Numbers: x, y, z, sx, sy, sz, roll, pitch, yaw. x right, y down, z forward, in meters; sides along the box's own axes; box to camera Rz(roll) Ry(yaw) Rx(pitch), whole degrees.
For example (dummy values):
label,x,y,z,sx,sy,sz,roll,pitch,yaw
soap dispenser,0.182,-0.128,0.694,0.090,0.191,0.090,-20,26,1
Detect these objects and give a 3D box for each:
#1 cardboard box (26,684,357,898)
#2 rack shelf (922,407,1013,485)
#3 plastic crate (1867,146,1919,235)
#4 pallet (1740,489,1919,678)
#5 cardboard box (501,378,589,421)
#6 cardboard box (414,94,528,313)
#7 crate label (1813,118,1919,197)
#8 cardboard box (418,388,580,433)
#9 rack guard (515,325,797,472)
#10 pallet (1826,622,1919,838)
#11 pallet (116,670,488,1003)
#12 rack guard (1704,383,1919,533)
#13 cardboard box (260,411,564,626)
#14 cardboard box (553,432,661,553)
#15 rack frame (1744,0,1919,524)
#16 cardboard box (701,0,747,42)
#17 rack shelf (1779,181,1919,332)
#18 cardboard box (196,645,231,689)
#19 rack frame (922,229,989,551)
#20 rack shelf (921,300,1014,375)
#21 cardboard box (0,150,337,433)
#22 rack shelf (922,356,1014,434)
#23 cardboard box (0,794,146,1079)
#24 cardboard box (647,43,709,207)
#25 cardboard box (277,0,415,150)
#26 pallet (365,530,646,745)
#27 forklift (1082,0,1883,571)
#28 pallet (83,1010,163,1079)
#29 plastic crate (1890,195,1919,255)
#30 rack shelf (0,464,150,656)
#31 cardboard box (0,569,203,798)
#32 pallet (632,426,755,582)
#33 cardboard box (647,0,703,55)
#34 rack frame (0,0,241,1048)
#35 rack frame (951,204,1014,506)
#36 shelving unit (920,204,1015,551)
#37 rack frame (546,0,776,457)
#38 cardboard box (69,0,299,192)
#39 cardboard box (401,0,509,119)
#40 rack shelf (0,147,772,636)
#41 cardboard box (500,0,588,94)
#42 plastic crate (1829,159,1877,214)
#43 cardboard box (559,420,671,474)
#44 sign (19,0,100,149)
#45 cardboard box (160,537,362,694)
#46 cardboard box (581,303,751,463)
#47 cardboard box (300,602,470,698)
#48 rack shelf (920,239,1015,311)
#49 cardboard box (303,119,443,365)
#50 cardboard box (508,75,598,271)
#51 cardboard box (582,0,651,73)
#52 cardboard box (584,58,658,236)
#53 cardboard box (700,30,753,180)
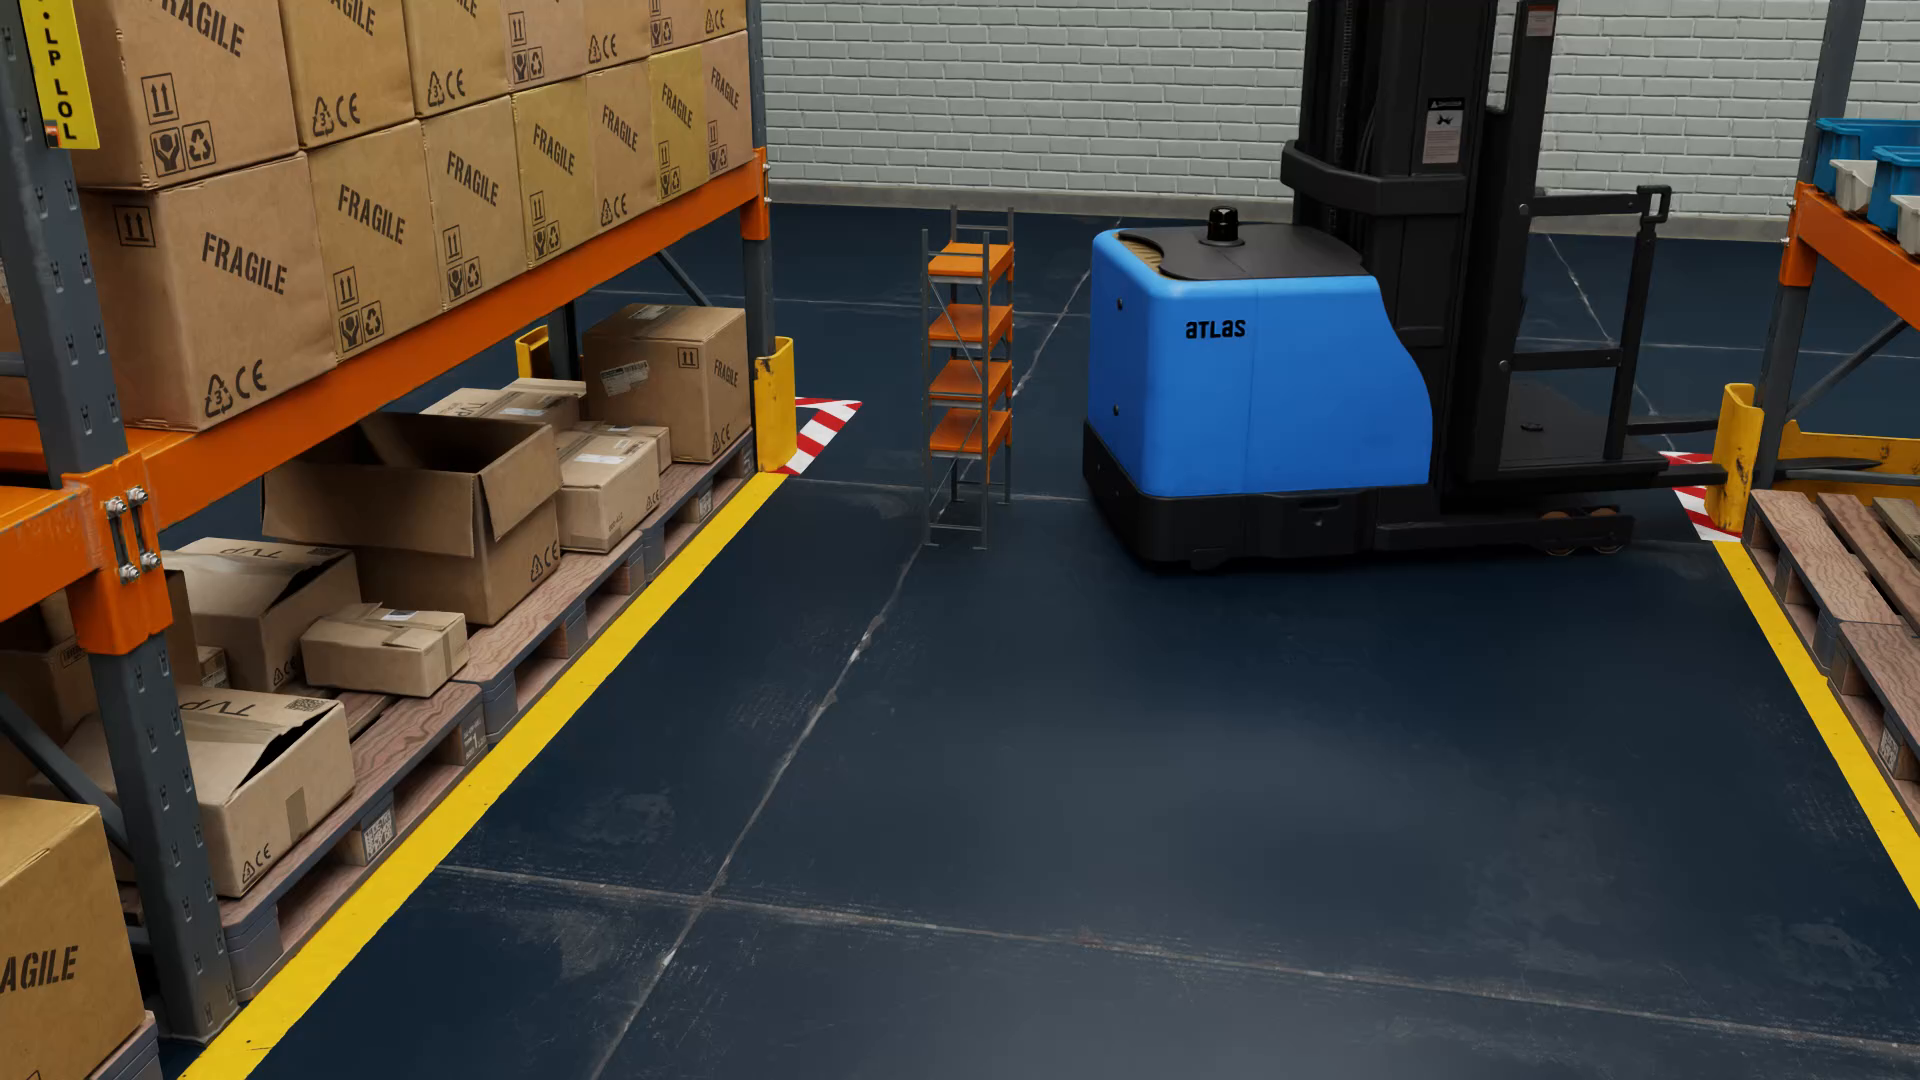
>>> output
label,x,y,z,sx,sy,sz,roll,pitch,yaw
cardboard box,-1.816,0.557,3.965,0.500,0.311,0.500,4,22,11
rack shelf,0.034,-0.371,6.379,0.258,0.148,0.480,4,22,11
plastic crate,3.044,-1.077,5.156,0.416,0.233,0.300,4,22,11
pallet,3.345,0.159,5.675,1.003,0.211,1.213,4,22,11
cardboard box,-1.719,-0.566,6.972,0.380,0.149,0.250,4,22,11
cardboard box,-1.537,-0.931,4.517,0.500,0.500,0.500,4,22,11
crate label,3.178,-1.318,5.754,0.416,0.233,0.303,4,22,11
cardboard box,-1.788,-0.380,6.374,0.500,0.250,0.500,4,22,11
rack guard,-1.313,-0.624,7.235,1.175,0.500,0.348,4,22,11
pallet,3.094,0.604,4.571,1.003,0.211,1.213,4,22,11
pallet,-1.972,0.694,4.349,1.003,0.211,1.213,4,22,11
rack guard,3.543,-0.283,6.387,1.175,0.500,0.348,4,22,11
cardboard box,-1.735,-0.082,5.296,0.797,0.503,0.637,4,22,11
cardboard box,-1.390,-0.178,5.871,0.500,0.250,0.500,4,22,11
rack frame,3.551,-1.433,5.896,1.000,3.000,0.127,4,22,11
cardboard box,-1.119,-2.138,6.175,0.500,0.500,0.500,4,22,10
rack shelf,3.143,-0.368,4.214,1.077,0.370,4.000,4,22,11
cardboard box,-2.257,0.398,4.578,0.380,0.149,0.250,4,22,11
rack frame,-0.016,-0.528,6.058,0.240,1.200,0.015,4,22,11
rack shelf,0.034,-0.762,6.221,0.258,0.148,0.480,4,22,11
cardboard box,-1.743,-0.561,3.597,0.500,0.500,0.500,5,22,12
rack shelf,0.034,-0.555,6.305,0.258,0.148,0.480,4,22,11
cardboard box,-1.934,0.809,3.087,0.500,0.500,0.500,4,22,11
cardboard box,-1.225,-1.484,5.888,0.500,0.500,0.500,5,22,11
cardboard box,-1.637,-1.199,3.842,0.500,0.500,0.500,4,22,9
pallet,-1.726,0.246,5.460,1.003,0.211,1.213,4,22,11
forklift,2.065,-1.489,6.128,3.031,2.935,1.130,-3,22,-8
pallet,-2.242,1.245,2.980,1.003,0.211,1.213,4,22,11
plastic crate,2.894,-0.914,4.880,0.250,0.136,0.298,4,22,11
rack shelf,-2.522,0.716,1.523,1.077,0.370,4.000,4,22,11
cardboard box,-2.275,0.377,4.160,0.500,0.500,0.500,4,22,11
pallet,-1.474,-0.199,6.565,1.003,0.211,1.213,4,22,11
cardboard box,-1.221,-1.953,5.716,0.500,0.500,0.500,5,22,12
rack frame,-2.113,-0.349,3.205,1.000,3.000,0.127,4,22,11
rack frame,0.084,-0.706,6.501,0.240,1.200,0.015,4,22,11
shelving unit,0.034,-0.617,6.280,0.258,1.200,0.503,4,22,11
rack frame,-1.297,-1.812,6.837,1.000,3.000,0.127,4,22,11
cardboard box,-1.742,-1.010,3.374,0.500,0.500,0.500,5,22,12
cardboard box,-1.532,-1.387,4.309,0.500,0.500,0.500,4,22,9
rack shelf,-1.705,-0.747,5.155,1.077,0.370,4.000,4,22,11
cardboard box,-1.427,-1.576,4.778,0.500,0.500,0.500,5,23,13
plastic crate,3.032,-1.162,5.496,0.250,0.136,0.298,4,22,11
cardboard box,-1.338,-0.343,6.393,0.380,0.166,0.250,4,22,11
sign,-1.569,-0.845,2.886,0.100,0.325,0.005,4,22,11
cardboard box,-2.122,0.190,4.877,0.500,0.311,0.500,4,22,11
cardboard box,-1.167,-0.639,6.681,0.500,0.500,0.500,4,22,11
cardboard box,-1.649,0.307,4.779,0.380,0.166,0.250,4,22,11
rack shelf,0.034,-0.982,6.133,0.258,0.148,0.480,4,22,11
cardboard box,-1.641,-0.748,4.063,0.500,0.500,0.500,5,22,12
cardboard box,-1.435,-1.117,4.979,0.500,0.500,0.500,4,22,10
cardboard box,-1.322,-1.763,5.245,0.500,0.500,0.500,5,22,12
cardboard box,-1.332,-1.301,5.436,0.500,0.500,0.500,5,22,11
cardboard box,-1.122,-1.674,6.360,0.500,0.500,0.500,5,23,13
